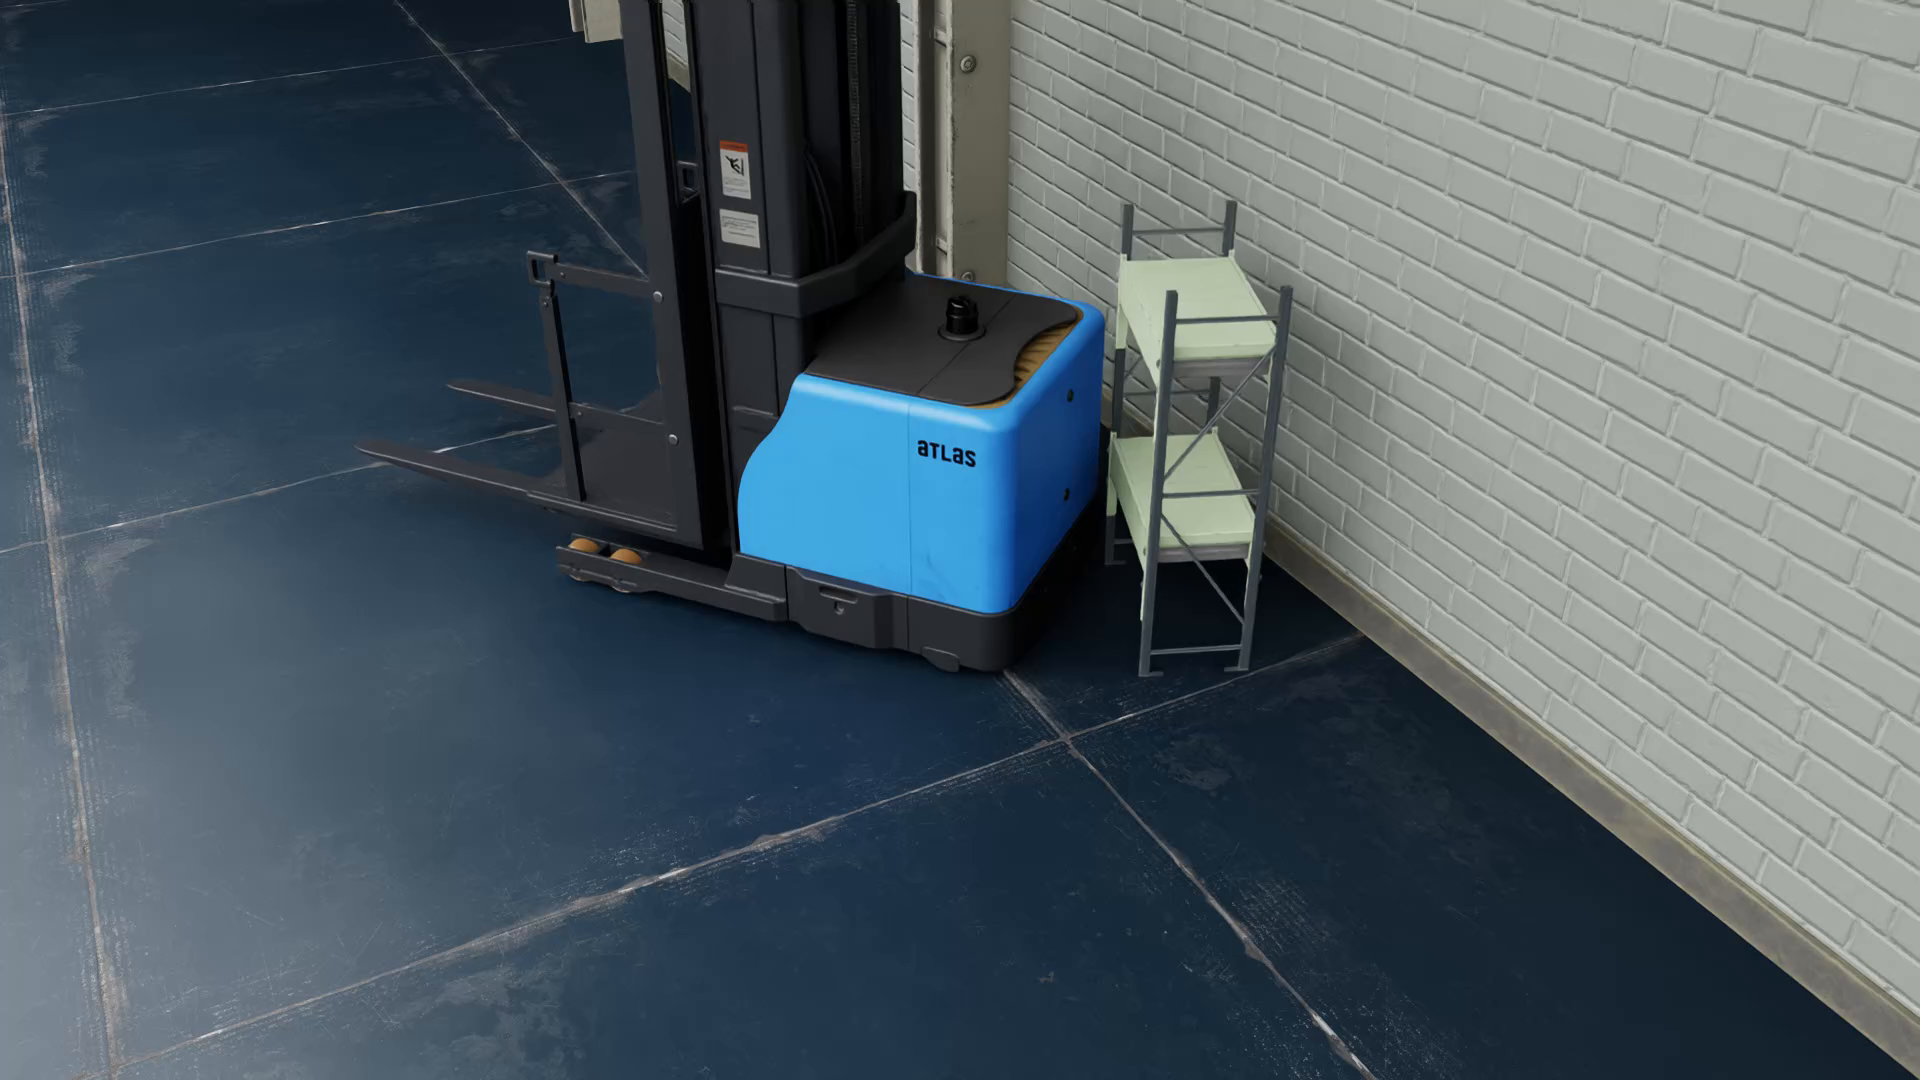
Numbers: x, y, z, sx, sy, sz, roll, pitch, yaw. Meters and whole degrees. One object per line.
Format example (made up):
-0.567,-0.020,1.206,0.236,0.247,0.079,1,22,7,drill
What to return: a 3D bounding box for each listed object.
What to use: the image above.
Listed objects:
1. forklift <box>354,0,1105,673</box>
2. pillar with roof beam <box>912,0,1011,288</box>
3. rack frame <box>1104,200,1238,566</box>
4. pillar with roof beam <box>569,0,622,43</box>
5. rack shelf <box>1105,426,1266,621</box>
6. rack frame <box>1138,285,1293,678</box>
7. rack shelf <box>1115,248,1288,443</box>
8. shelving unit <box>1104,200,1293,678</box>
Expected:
-1.016,-1.276,6.024,3.031,2.935,1.130,13,35,20,forklift
-3.802,-3.757,4.272,9.100,9.000,0.400,-16,36,-23,pillar with roof beam
0.771,-0.545,6.211,0.400,1.500,0.023,-3,33,-5,rack frame
-6.599,-6.620,8.741,9.100,9.000,0.400,-16,36,-23,pillar with roof beam
0.807,-0.074,6.080,0.431,0.370,0.720,-3,33,-5,rack shelf
0.843,-0.152,5.598,0.400,1.500,0.023,-3,33,-5,rack frame
0.807,-0.677,5.694,0.431,0.370,0.720,-3,33,-5,rack shelf
0.807,-0.349,5.904,0.431,1.500,0.755,-3,33,-5,shelving unit
